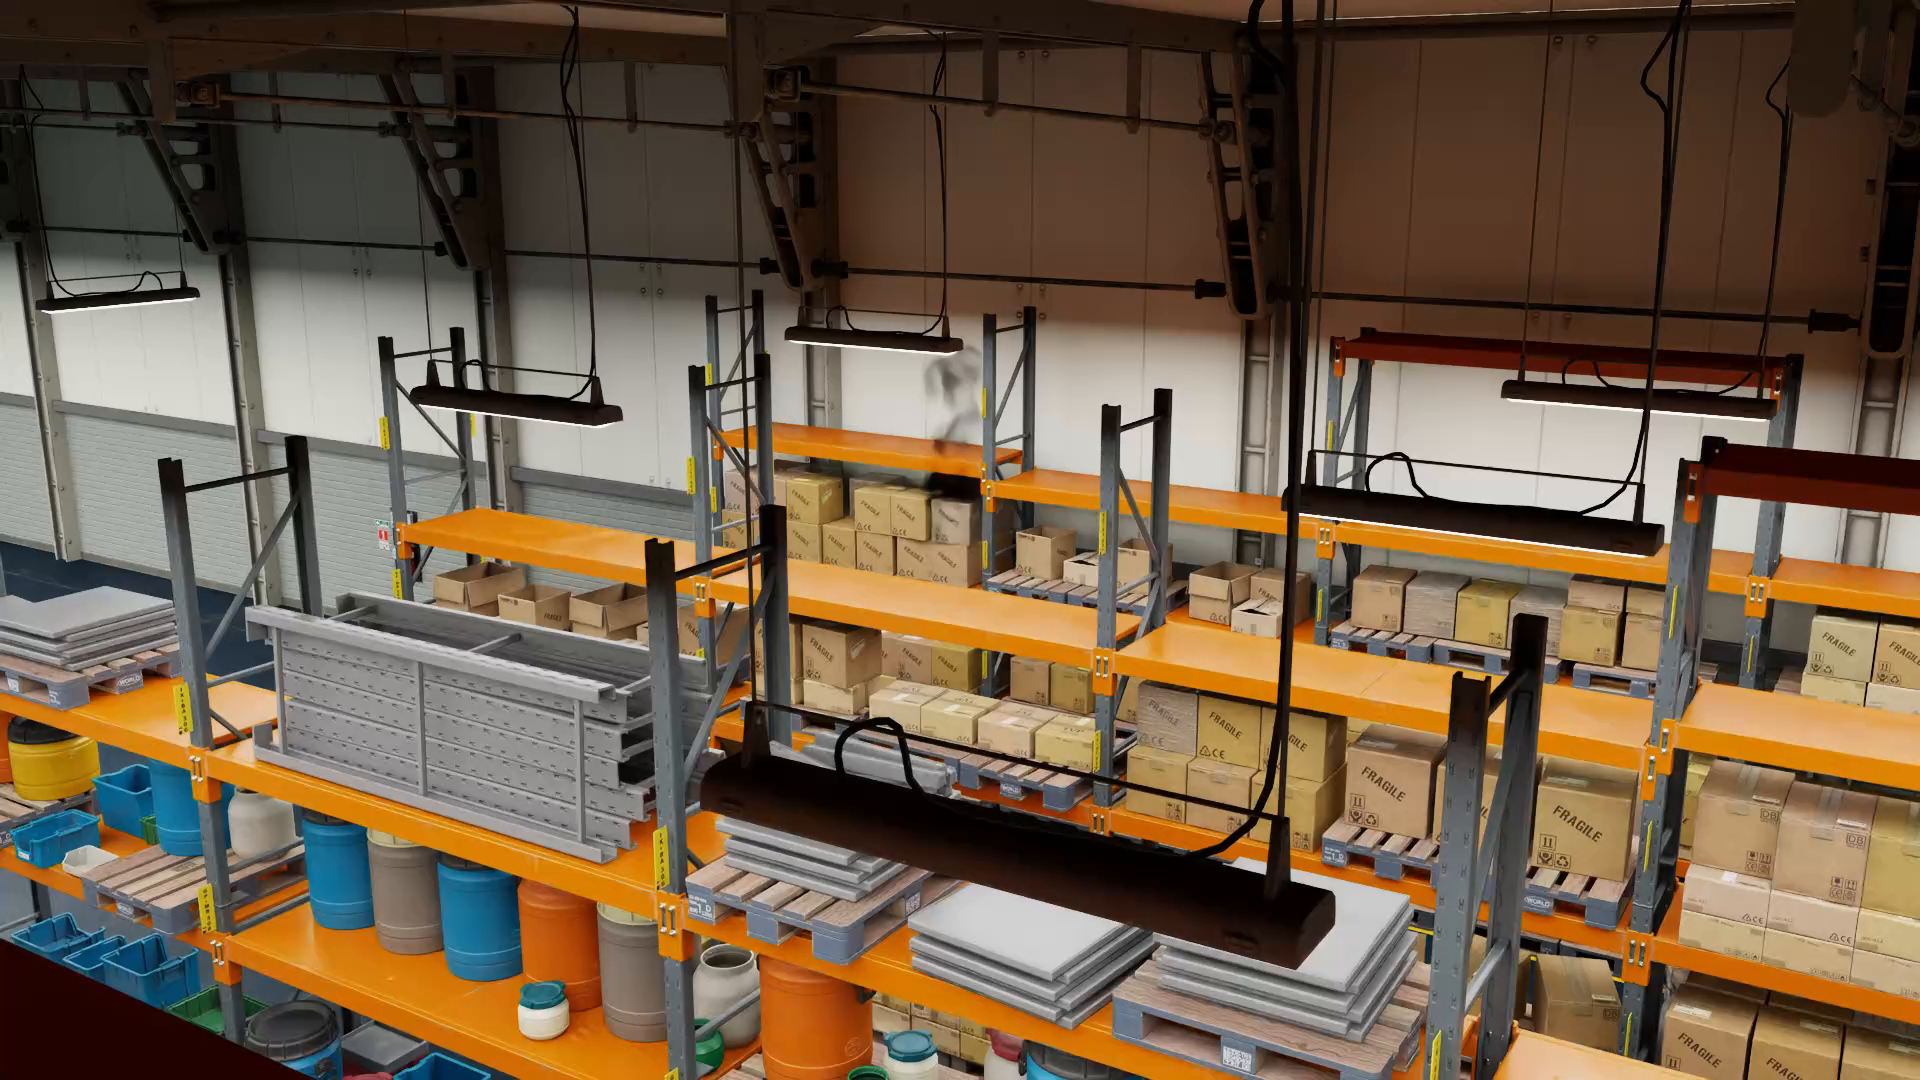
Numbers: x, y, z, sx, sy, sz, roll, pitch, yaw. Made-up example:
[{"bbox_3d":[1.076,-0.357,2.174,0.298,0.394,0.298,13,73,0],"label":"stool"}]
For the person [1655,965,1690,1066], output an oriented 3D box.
[{"bbox_3d":[6.128,3.874,14.018,0.933,1.669,0.598,5,15,19],"label":"person"}]
